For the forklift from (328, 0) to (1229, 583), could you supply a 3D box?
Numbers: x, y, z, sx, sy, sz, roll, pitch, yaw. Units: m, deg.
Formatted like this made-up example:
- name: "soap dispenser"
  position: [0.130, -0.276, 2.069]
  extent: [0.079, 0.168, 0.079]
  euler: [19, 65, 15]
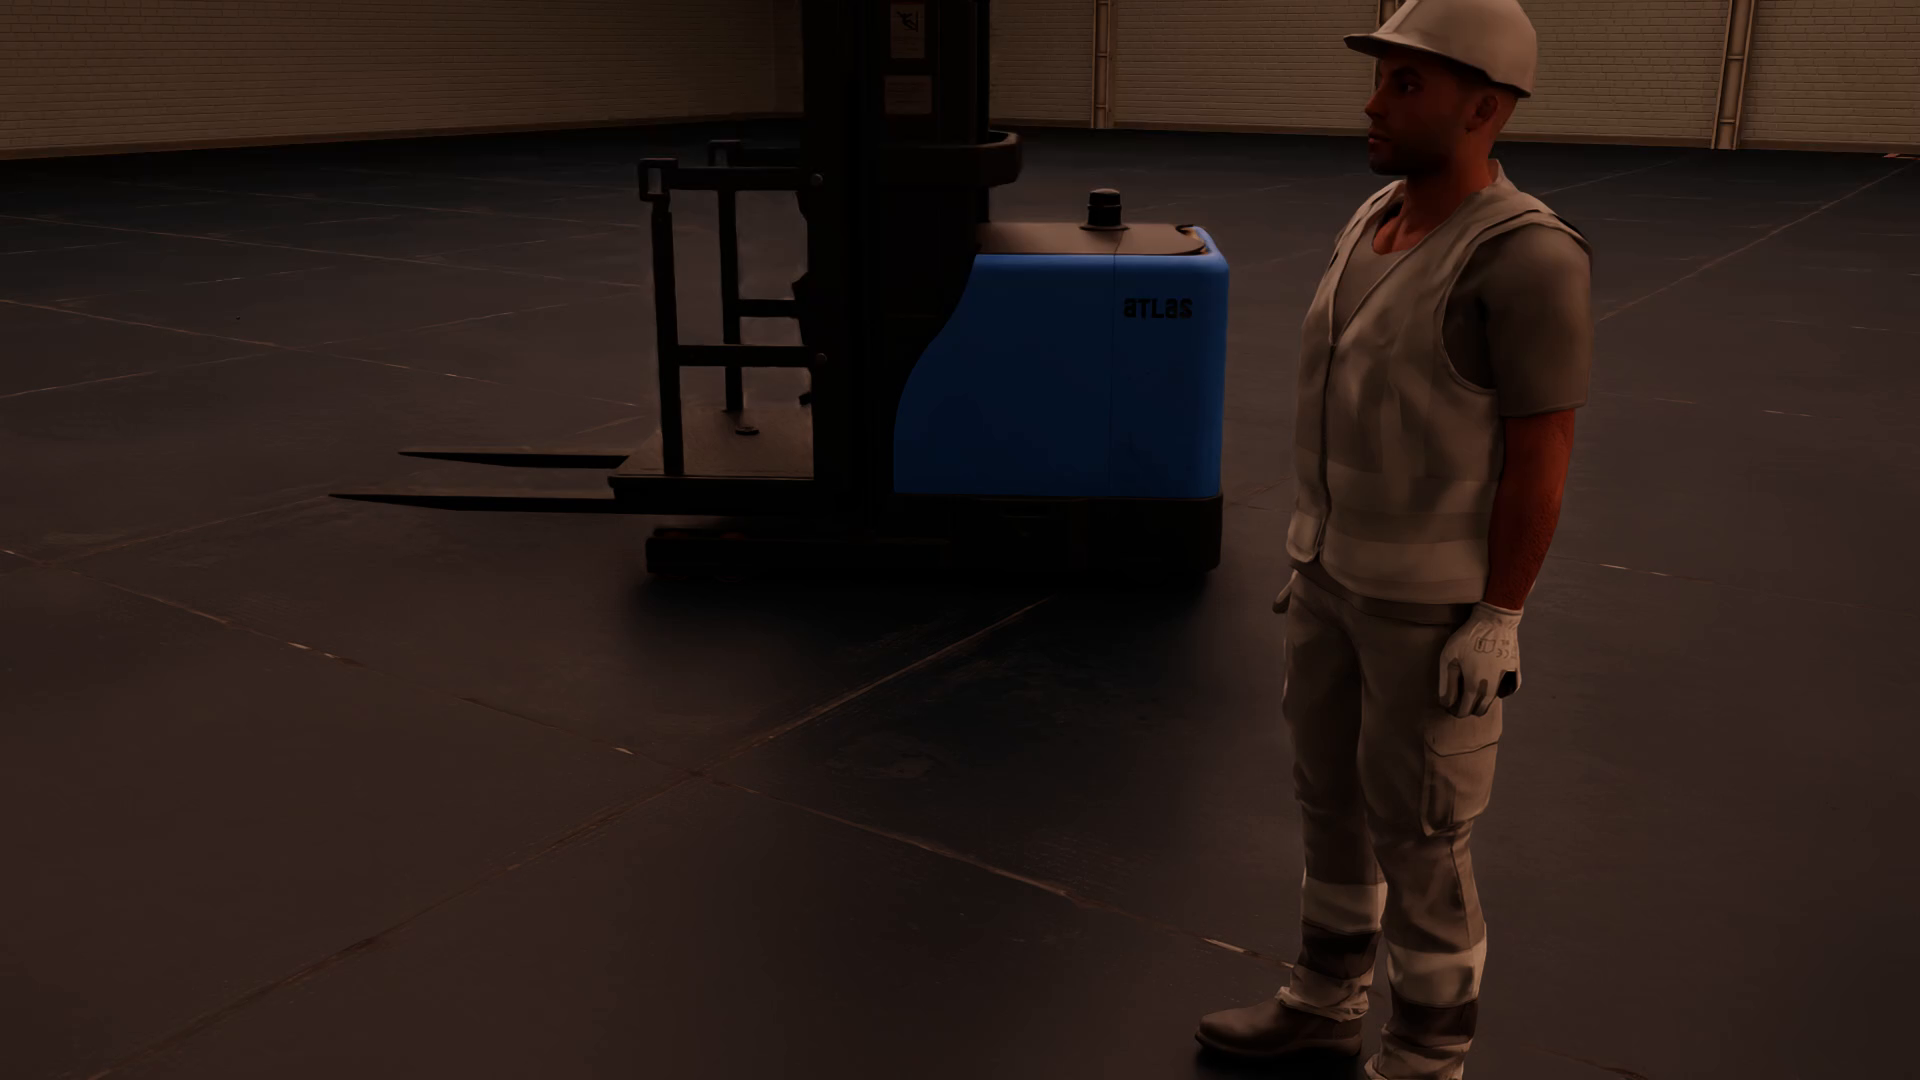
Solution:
- name: "forklift"
  position: [-0.631, -1.411, 5.552]
  extent: [3.031, 2.935, 1.130]
  euler: [1, 17, 4]

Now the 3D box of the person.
- name: "person"
  position: [0.659, 0.082, 2.552]
  extent: [0.367, 1.795, 0.525]
  euler: [-6, 18, -20]
